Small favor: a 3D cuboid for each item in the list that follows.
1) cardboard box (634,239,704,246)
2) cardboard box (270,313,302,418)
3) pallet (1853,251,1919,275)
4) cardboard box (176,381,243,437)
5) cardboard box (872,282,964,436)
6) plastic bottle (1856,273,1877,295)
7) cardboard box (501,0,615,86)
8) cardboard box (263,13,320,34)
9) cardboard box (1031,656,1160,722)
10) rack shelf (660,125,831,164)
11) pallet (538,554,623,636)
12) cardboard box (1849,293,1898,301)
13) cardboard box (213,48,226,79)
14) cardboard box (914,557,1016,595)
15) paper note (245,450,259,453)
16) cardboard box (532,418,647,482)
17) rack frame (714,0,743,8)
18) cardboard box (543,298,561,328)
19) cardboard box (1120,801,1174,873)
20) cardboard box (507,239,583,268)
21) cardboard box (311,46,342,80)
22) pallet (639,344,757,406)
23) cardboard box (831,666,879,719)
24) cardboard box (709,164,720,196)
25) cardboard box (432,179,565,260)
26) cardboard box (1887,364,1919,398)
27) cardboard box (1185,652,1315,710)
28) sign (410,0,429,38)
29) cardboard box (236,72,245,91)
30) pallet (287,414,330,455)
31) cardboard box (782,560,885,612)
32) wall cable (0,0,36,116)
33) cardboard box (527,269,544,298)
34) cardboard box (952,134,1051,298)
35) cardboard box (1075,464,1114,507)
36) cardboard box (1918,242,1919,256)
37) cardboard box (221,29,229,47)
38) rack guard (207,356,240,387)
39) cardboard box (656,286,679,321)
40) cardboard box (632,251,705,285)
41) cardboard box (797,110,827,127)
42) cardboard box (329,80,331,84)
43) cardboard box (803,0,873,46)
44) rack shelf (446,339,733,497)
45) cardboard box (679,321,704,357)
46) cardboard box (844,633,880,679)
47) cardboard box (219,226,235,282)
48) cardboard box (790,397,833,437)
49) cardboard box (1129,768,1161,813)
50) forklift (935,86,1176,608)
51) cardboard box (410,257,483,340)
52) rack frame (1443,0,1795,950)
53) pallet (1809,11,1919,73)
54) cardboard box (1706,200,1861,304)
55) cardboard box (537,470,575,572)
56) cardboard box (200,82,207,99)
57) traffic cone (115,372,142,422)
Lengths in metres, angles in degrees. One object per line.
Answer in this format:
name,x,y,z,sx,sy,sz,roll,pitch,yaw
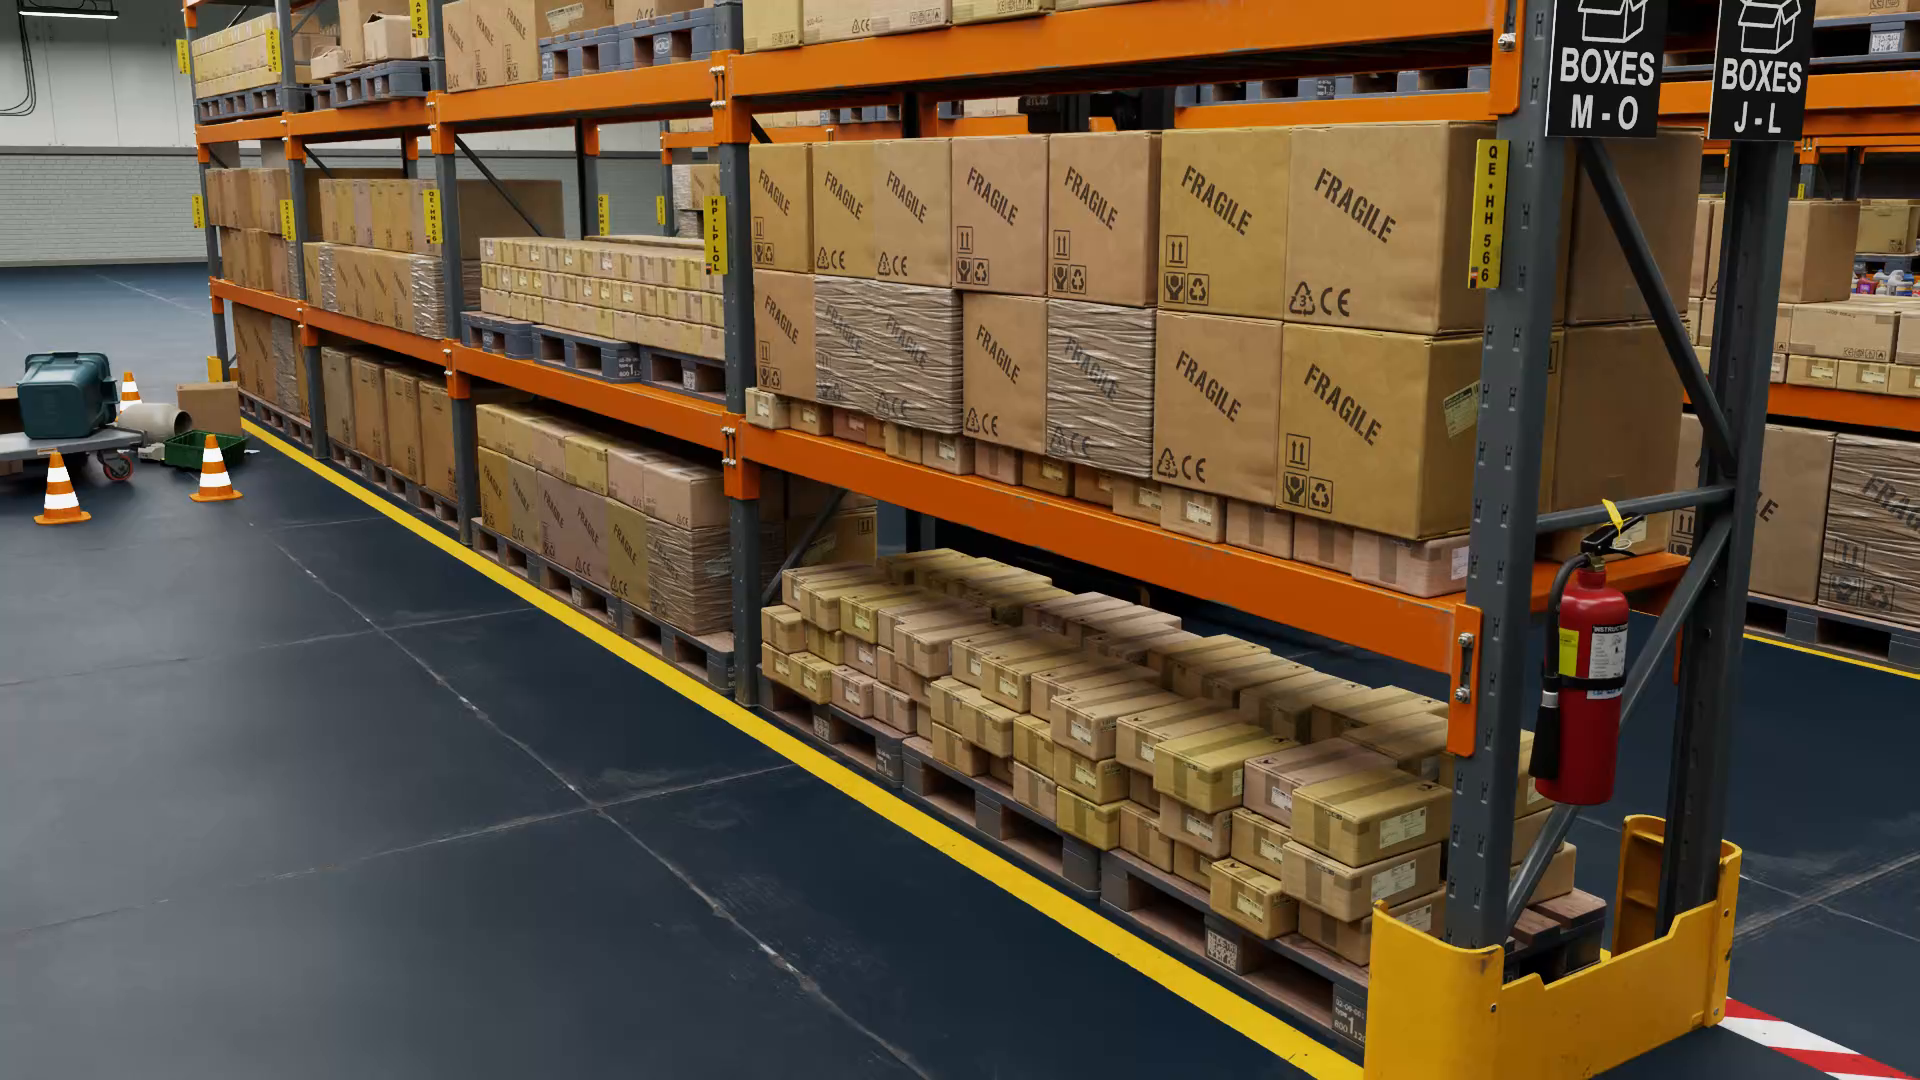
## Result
cardboard box,-1.695,-1.692,9.788,0.380,0.149,0.250,-8,14,-31
cardboard box,-5.790,-1.649,15.370,0.875,0.875,0.875,-8,15,-32
pallet,10.087,-3.025,18.123,1.213,0.211,1.003,-8,15,-33
cardboard box,-6.712,-1.136,14.881,0.500,0.500,0.500,-5,13,-23
cardboard box,0.029,-0.674,5.992,0.500,0.500,0.500,-8,15,-34
plastic bottle,7.089,-1.945,13.006,0.061,0.283,0.133,-8,15,-33
cardboard box,-2.122,-2.695,8.908,0.500,0.500,0.500,-8,15,-33
cardboard box,-5.466,-4.215,13.598,0.380,0.149,0.250,-8,15,-33
cardboard box,0.466,0.528,5.722,0.380,0.149,0.250,-9,15,-35
rack shelf,-1.921,-4.240,17.893,1.077,0.370,4.000,-8,15,-33
pallet,-1.678,0.228,9.324,1.003,0.211,1.213,-8,15,-33
cardboard box,4.655,-1.190,8.936,0.500,0.250,0.500,-8,15,-32
cardboard box,-6.598,-4.408,15.415,0.500,0.250,0.500,-8,15,-33
cardboard box,0.023,0.191,7.262,0.380,0.149,0.250,-8,15,-32
paper note,-6.124,-0.764,14.281,0.142,0.020,0.147,4,13,16
cardboard box,-2.056,-0.509,9.283,0.500,0.250,0.500,-8,15,-32
rack frame,-0.565,-3.709,6.760,1.000,3.000,0.127,-8,15,-33
cardboard box,-2.103,-1.278,9.292,0.380,0.149,0.250,-8,14,-31
cardboard box,0.737,0.918,5.332,0.380,0.149,0.250,-8,15,-32
cardboard box,-2.403,-1.666,9.673,0.380,0.149,0.250,-8,15,-33
cardboard box,-4.871,-3.718,12.919,0.258,0.266,0.396,-8,15,-34
pallet,-0.868,-0.838,8.122,1.003,0.211,1.213,-8,15,-33
cardboard box,-0.303,0.597,6.800,0.380,0.149,0.250,-8,15,-33
cardboard box,-2.402,-3.856,18.202,0.500,0.500,0.500,-8,15,-33
cardboard box,-3.022,-2.108,10.907,0.700,0.500,0.500,-8,15,-33
cardboard box,4.653,-0.766,7.929,0.380,0.149,0.250,-8,15,-33
cardboard box,1.006,0.517,5.775,0.380,0.149,0.250,-7,14,-31
sign,-3.248,-3.182,9.976,0.100,0.325,0.005,-8,15,-33
cardboard box,-6.173,-4.051,14.716,0.380,0.149,0.250,-8,15,-33
pallet,-5.354,-0.984,14.866,1.003,0.211,1.213,-8,15,-33
cardboard box,-0.547,0.204,7.205,0.380,0.149,0.250,-7,14,-30
wall cable,-25.014,-13.219,42.286,2.305,6.003,0.169,-8,15,-33
cardboard box,-2.238,-1.468,9.463,0.380,0.149,0.250,-8,15,-33
cardboard box,0.318,-1.077,5.495,0.500,0.500,0.500,-9,15,-35
cardboard box,0.595,-0.209,5.382,0.380,0.149,0.250,-9,15,-35
cardboard box,10.443,-3.201,17.262,0.700,0.500,0.500,-5,13,-22
cardboard box,-6.449,-4.530,15.040,0.380,0.149,0.250,-8,15,-32
rack guard,-7.227,-1.696,17.447,1.175,0.500,0.348,-8,15,-33
cardboard box,-1.232,-1.145,7.985,0.380,0.149,0.250,-7,14,-30
cardboard box,-1.387,-1.341,8.183,0.380,0.149,0.250,-8,15,-33
cardboard box,-1.282,-4.213,16.435,0.500,0.250,0.500,-7,14,-31
cardboard box,-5.337,-4.038,14.655,0.380,0.149,0.250,-8,15,-34
cardboard box,-0.243,-1.969,6.175,0.500,0.250,0.500,-8,15,-34
rack shelf,-1.673,-0.783,9.104,1.077,0.370,4.000,-8,15,-33
cardboard box,-1.095,-0.954,7.810,0.380,0.149,0.250,-8,15,-32
cardboard box,-0.251,0.439,6.825,0.380,0.149,0.250,-8,15,-33
cardboard box,-6.971,-2.925,16.867,0.875,0.550,0.550,-8,15,-33
cardboard box,-0.476,-0.530,6.851,0.380,0.149,0.250,-8,14,-31
cardboard box,0.768,0.763,5.347,0.380,0.149,0.250,-8,15,-33
forklift,1.146,-1.148,9.251,1.130,2.935,3.031,-10,16,-40
cardboard box,-3.255,-1.587,10.864,0.500,0.500,0.500,-8,15,-33
rack frame,1.651,-0.067,4.148,1.000,3.000,0.127,-8,15,-33
pallet,4.736,-2.406,8.030,1.003,0.211,1.213,-8,15,-33
cardboard box,4.231,-1.490,8.554,0.500,0.500,0.500,-9,15,-35
cardboard box,-2.032,-0.138,9.341,0.500,0.500,0.500,-9,15,-34
cardboard box,-7.149,-4.365,16.152,0.380,0.149,0.250,-8,15,-32
traffic cone,-8.102,-1.411,16.231,0.336,0.463,0.334,-8,15,-33
